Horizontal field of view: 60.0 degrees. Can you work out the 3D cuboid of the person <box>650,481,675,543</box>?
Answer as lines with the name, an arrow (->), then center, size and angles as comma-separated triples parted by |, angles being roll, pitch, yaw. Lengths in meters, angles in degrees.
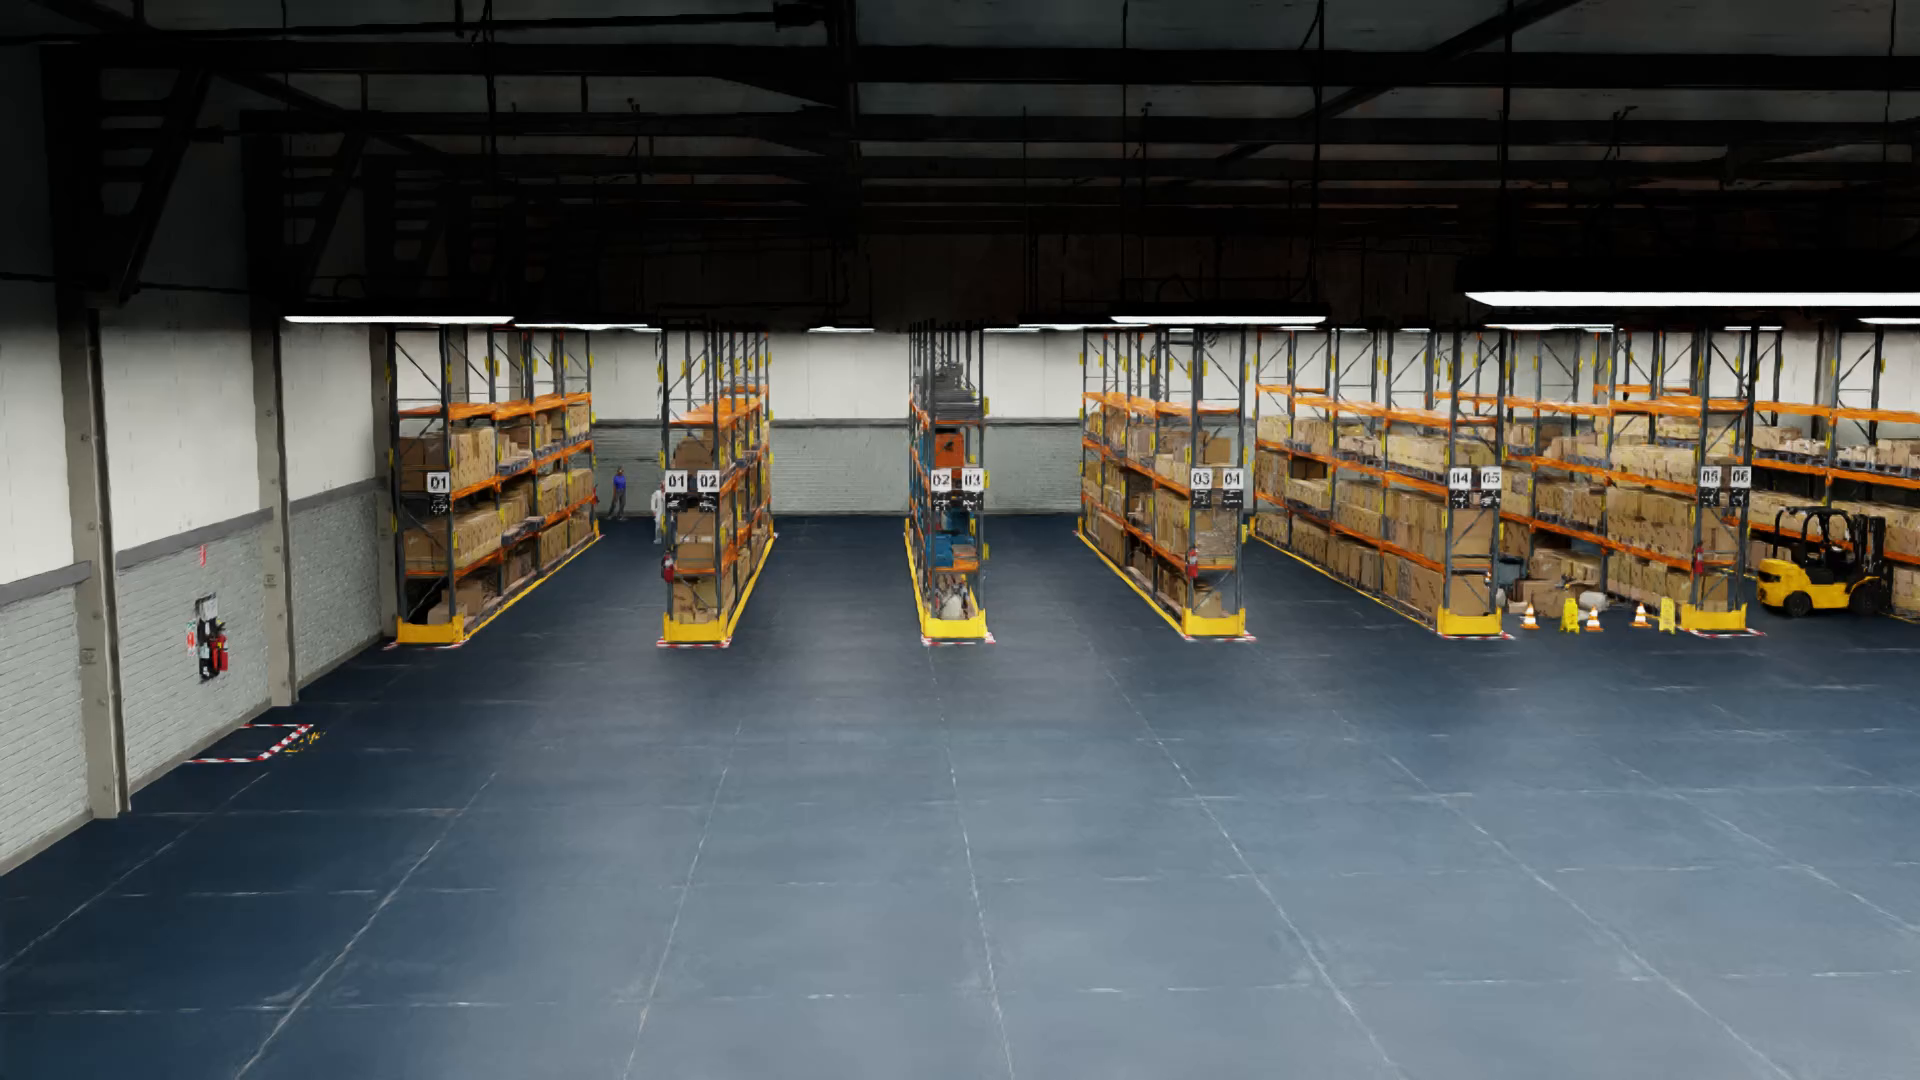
person -> -8.120, -0.765, 45.632 | 0.729, 1.733, 0.546 | -1, 7, -5

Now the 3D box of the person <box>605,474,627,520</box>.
person -> -10.644, -1.325, 51.343 | 0.488, 1.445, 0.651 | 6, 10, 42
